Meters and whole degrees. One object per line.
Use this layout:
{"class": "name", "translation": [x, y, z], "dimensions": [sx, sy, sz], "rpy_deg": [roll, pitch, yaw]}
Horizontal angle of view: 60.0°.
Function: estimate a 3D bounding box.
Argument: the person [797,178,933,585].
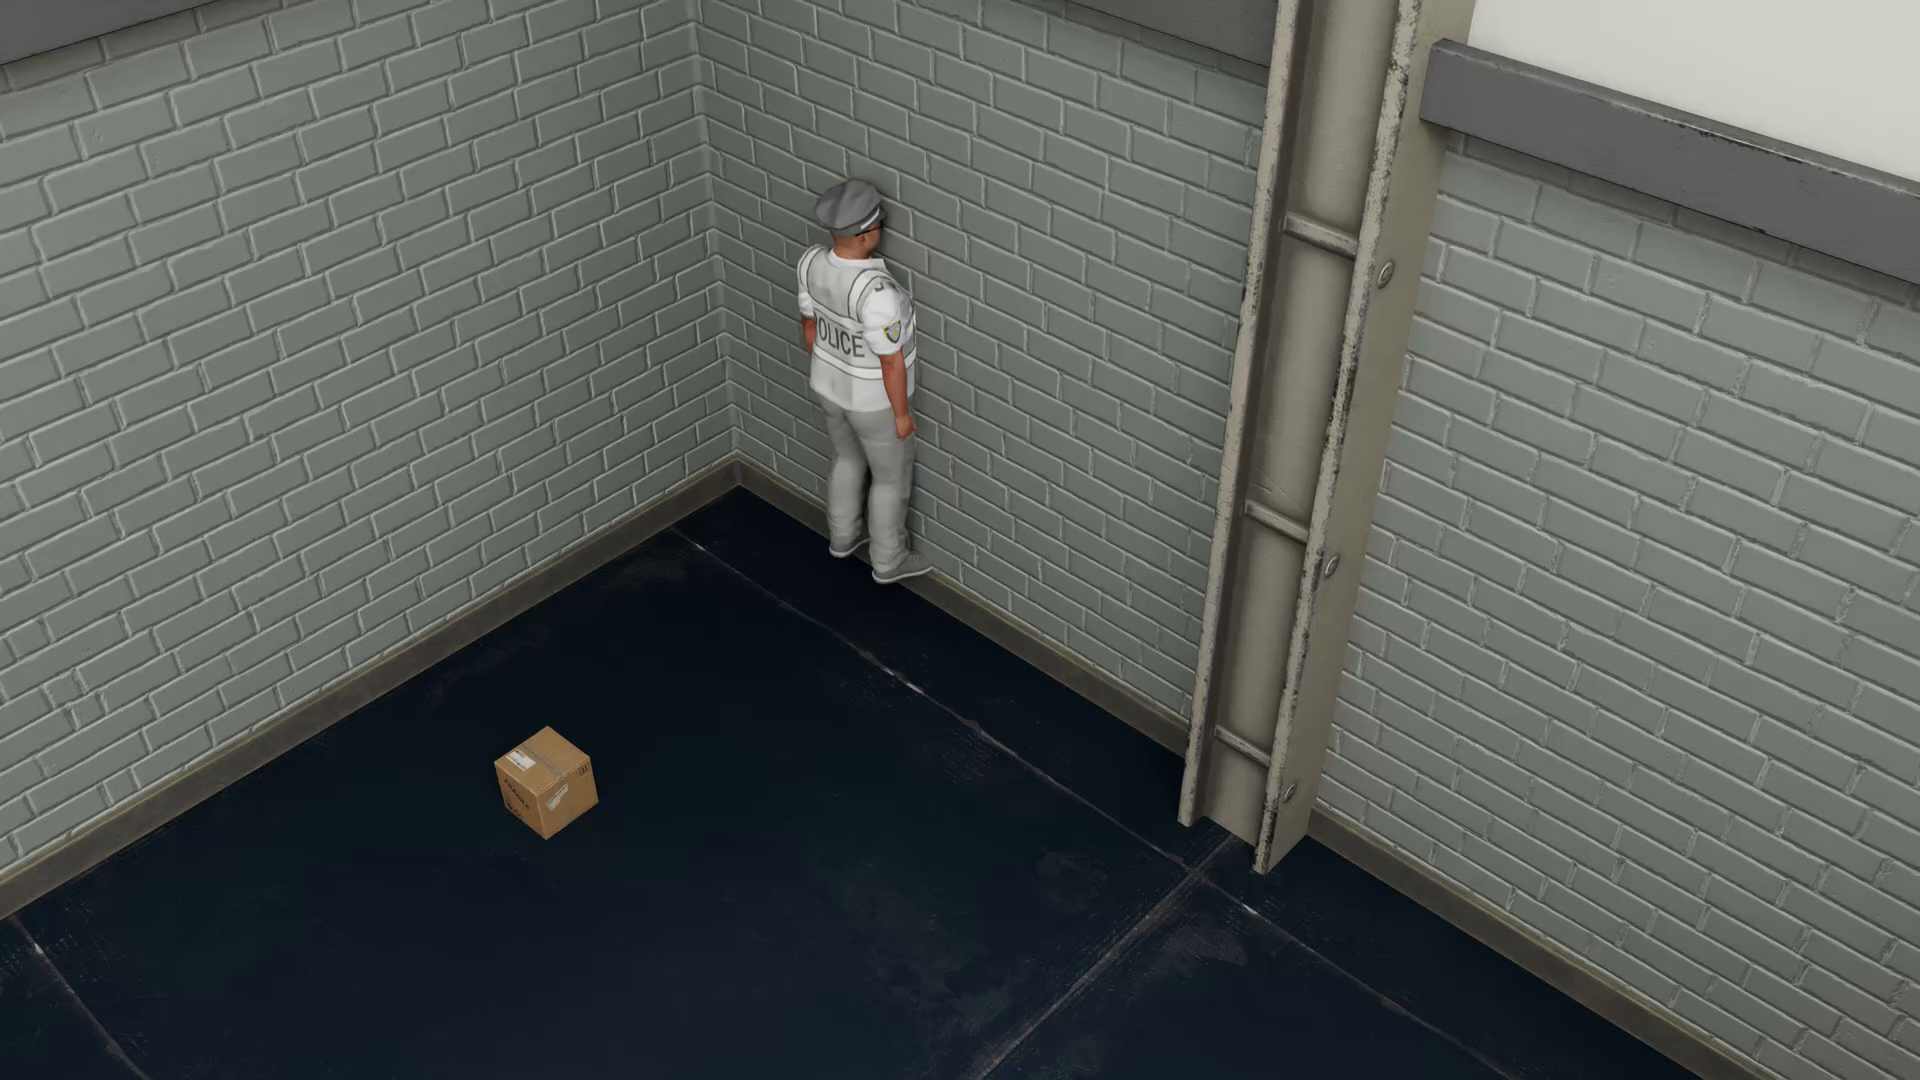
{"class": "person", "translation": [-0.371, -0.617, 6.651], "dimensions": [0.529, 1.773, 0.397], "rpy_deg": [32, 49, 33]}
